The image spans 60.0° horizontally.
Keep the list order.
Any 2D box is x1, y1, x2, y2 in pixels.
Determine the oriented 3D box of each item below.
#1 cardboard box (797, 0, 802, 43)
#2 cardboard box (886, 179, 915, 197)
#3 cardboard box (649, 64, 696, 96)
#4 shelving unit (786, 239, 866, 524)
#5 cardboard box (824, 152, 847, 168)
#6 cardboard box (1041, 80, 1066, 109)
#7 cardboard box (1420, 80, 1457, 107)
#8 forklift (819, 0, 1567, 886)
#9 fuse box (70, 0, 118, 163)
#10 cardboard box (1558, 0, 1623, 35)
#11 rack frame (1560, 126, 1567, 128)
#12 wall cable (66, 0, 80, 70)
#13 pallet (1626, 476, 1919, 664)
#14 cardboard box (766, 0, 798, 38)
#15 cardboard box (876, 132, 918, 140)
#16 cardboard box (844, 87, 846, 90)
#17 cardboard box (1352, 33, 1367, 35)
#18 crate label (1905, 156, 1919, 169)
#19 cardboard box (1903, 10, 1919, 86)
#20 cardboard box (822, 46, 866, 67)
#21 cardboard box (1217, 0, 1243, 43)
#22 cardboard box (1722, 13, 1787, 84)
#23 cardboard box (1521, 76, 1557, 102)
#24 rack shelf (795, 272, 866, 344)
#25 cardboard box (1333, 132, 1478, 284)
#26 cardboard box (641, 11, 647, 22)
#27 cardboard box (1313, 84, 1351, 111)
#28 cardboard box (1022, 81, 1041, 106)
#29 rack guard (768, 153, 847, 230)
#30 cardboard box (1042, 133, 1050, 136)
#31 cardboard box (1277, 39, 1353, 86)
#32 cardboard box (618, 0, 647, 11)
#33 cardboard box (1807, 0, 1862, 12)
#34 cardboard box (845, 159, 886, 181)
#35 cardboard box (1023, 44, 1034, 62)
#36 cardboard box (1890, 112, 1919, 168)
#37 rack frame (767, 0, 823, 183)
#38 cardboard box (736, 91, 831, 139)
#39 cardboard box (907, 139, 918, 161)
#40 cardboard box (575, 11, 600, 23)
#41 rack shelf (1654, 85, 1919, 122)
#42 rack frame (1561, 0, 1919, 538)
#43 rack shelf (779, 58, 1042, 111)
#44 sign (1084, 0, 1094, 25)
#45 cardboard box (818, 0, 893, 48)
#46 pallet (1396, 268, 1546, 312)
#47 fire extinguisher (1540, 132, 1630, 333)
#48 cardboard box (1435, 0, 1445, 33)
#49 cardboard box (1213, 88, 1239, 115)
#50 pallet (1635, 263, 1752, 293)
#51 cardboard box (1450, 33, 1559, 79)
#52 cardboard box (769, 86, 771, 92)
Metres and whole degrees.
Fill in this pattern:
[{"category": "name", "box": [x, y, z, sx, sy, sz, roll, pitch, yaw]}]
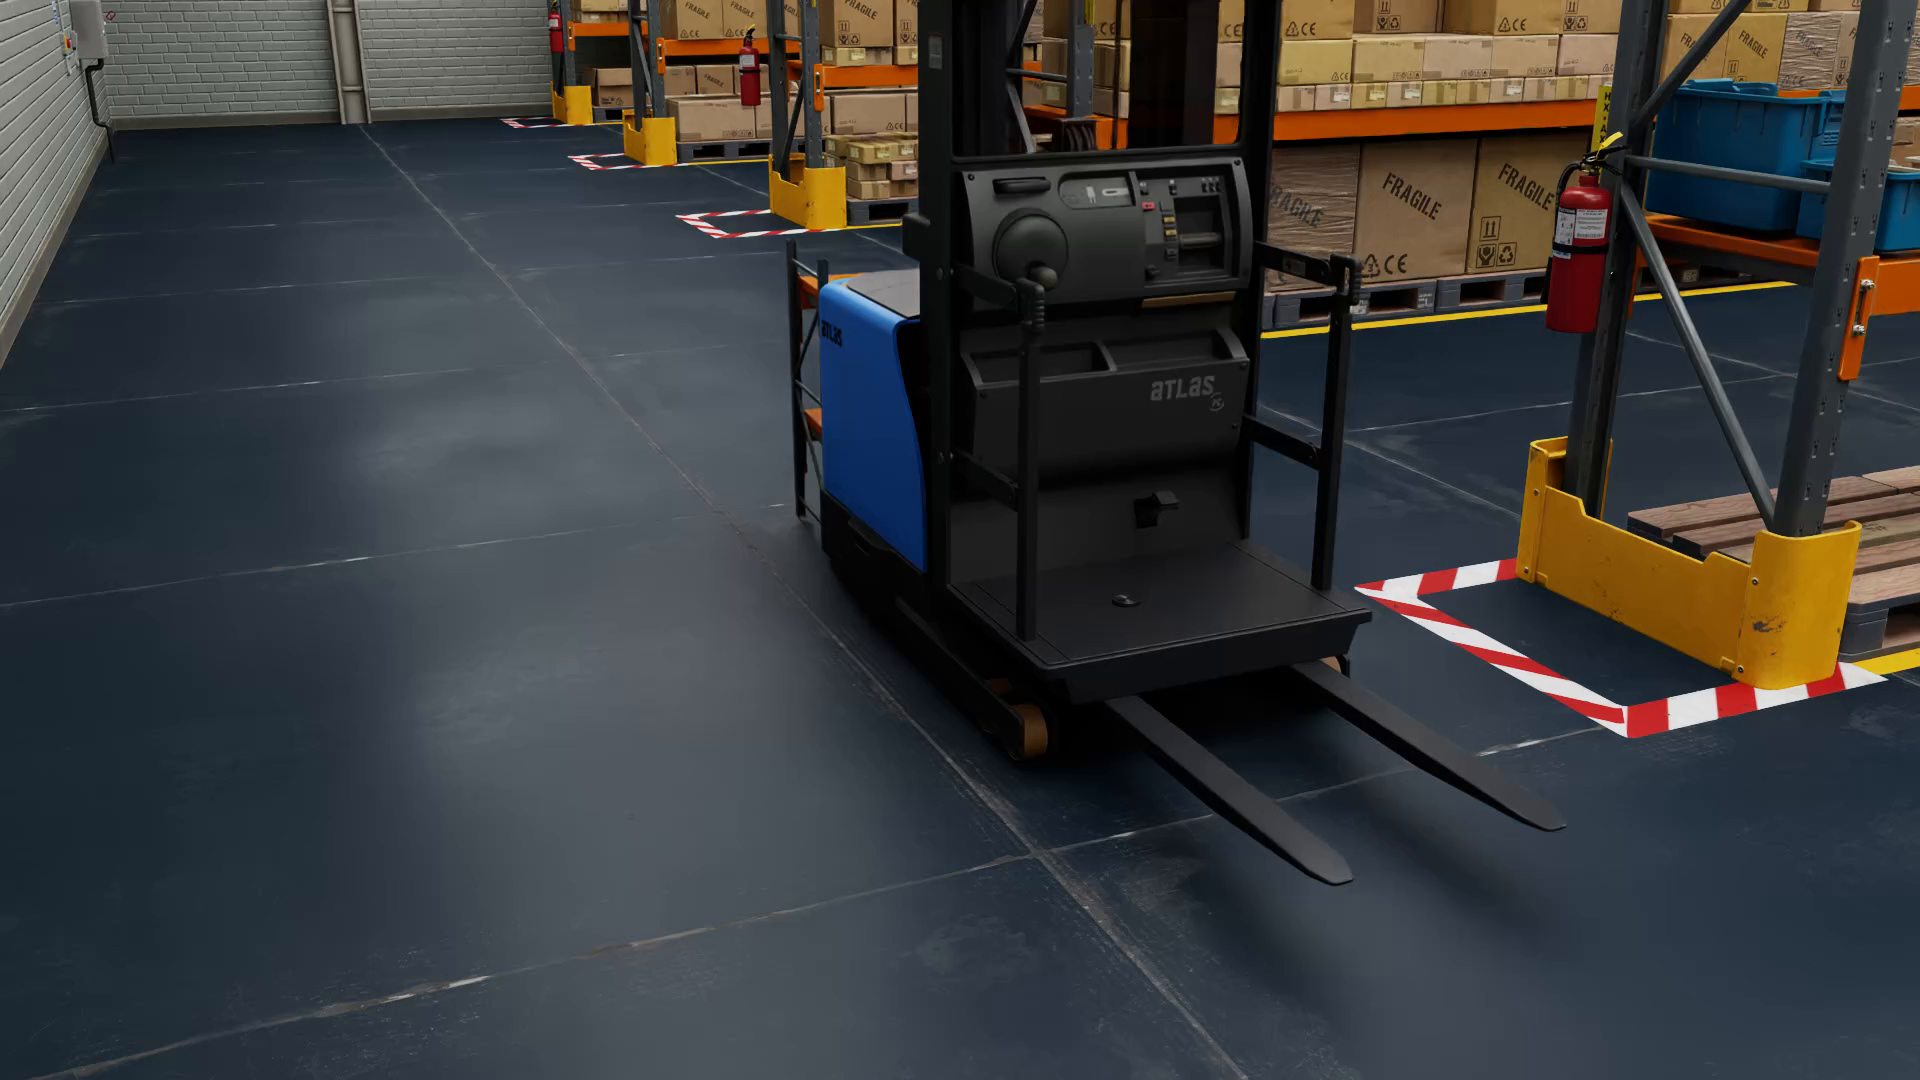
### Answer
[{"category": "cardboard box", "box": [-1.081, -4.508, 14.210, 0.500, 0.500, 0.500, -8, 21, -21]}, {"category": "cardboard box", "box": [-0.576, -3.067, 14.376, 0.250, 0.149, 0.380, -8, 21, -22]}, {"category": "cardboard box", "box": [-4.015, -6.363, 23.210, 0.500, 0.500, 0.700, -7, 21, -20]}, {"category": "shelving unit", "box": [-0.097, -0.616, 6.578, 1.048, 1.125, 0.538, -7, 21, -19]}, {"category": "cardboard box", "box": [-1.020, -3.333, 14.684, 0.250, 0.149, 0.380, -9, 21, -23]}, {"category": "cardboard box", "box": [0.677, -2.686, 10.012, 0.250, 0.149, 0.380, -8, 21, -21]}, {"category": "cardboard box", "box": [2.823, -2.756, 10.210, 0.250, 0.149, 0.380, -9, 21, -23]}, {"category": "forklift", "box": [0.531, -0.914, 4.706, 1.130, 2.935, 3.031, -8, 21, -22]}, {"category": "fuse box", "box": [-9.312, -4.982, 18.096, 0.414, 1.711, 0.539, -8, 21, -22]}, {"category": "cardboard box", "box": [3.837, -3.465, 10.494, 0.500, 0.500, 0.500, -8, 21, -20]}, {"category": "rack frame", "box": [4.153, -3.183, 11.046, 0.127, 3.000, 1.000, -8, 21, -22]}, {"category": "wall cable", "box": [-9.186, -5.840, 17.063, 0.122, 1.984, 0.588, -8, 21, -22]}, {"category": "pallet", "box": [3.215, 0.072, 6.000, 1.213, 0.211, 1.003, -8, 21, -22]}, {"category": "cardboard box", "box": [-1.963, -5.838, 18.436, 0.500, 0.500, 0.500, -8, 21, -22]}, {"category": "cardboard box", "box": [-0.565, -3.552, 14.859, 0.250, 0.149, 0.380, -9, 21, -23]}, {"category": "cardboard box", "box": [-1.408, -6.892, 24.712, 0.500, 0.500, 0.500, -8, 21, -22]}, {"category": "cardboard box", "box": [2.230, -3.075, 10.516, 0.500, 0.250, 0.500, -8, 21, -22]}, {"category": "crate label", "box": [3.637, -1.291, 5.978, 0.243, 0.136, 0.396, -8, 21, -22]}, {"category": "cardboard box", "box": [6.535, -3.483, 11.747, 0.500, 0.500, 0.500, -9, 21, -24]}, {"category": "cardboard box", "box": [-0.964, -4.007, 13.764, 0.250, 0.149, 0.380, -8, 21, -22]}, {"category": "cardboard box", "box": [1.487, -3.127, 9.535, 0.500, 0.500, 0.500, -9, 21, -23]}, {"category": "cardboard box", "box": [5.136, -3.281, 11.174, 0.500, 0.500, 0.500, -8, 21, -22]}, {"category": "cardboard box", "box": [3.531, -2.857, 10.498, 0.250, 0.149, 0.380, -9, 21, -23]}, {"category": "rack shelf", "box": [-0.097, -0.892, 6.480, 1.000, 0.278, 0.538, -7, 21, -19]}, {"category": "cardboard box", "box": [2.689, -2.198, 10.816, 0.875, 0.875, 0.875, -8, 21, -22]}, {"category": "cardboard box", "box": [-4.305, -7.141, 22.664, 0.250, 0.149, 0.380, -7, 21, -20]}, {"category": "cardboard box", "box": [2.117, -2.655, 9.923, 0.250, 0.149, 0.380, -8, 21, -23]}, {"category": "cardboard box", "box": [0.765, -5.507, 20.213, 0.875, 0.875, 0.875, -7, 21, -20]}, {"category": "rack guard", "box": [-1.322, -3.014, 14.329, 0.348, 0.500, 1.175, -8, 21, -22]}, {"category": "cardboard box", "box": [0.889, -3.523, 14.776, 0.250, 0.149, 0.380, -9, 21, -24]}, {"category": "cardboard box", "box": [1.965, -2.843, 9.857, 0.500, 0.250, 0.500, -9, 21, -24]}, {"category": "cardboard box", "box": [-4.429, -7.306, 22.533, 0.500, 0.250, 0.500, -8, 21, -21]}, {"category": "cardboard box", "box": [5.935, -3.963, 11.601, 0.637, 0.503, 0.797, -7, 21, -20]}, {"category": "cardboard box", "box": [-0.809, -3.167, 14.213, 0.250, 0.149, 0.380, -7, 21, -20]}, {"category": "cardboard box", "box": [0.448, -4.228, 14.391, 0.250, 0.149, 0.380, -7, 21, -20]}, {"category": "cardboard box", "box": [6.362, -2.706, 12.258, 0.875, 0.875, 1.225, -8, 21, -22]}, {"category": "rack frame", "box": [-1.392, -4.183, 13.885, 0.127, 3.000, 1.000, -8, 21, -22]}, {"category": "cardboard box", "box": [-2.042, -4.909, 19.173, 0.875, 0.438, 0.875, -8, 21, -20]}, {"category": "cardboard box", "box": [-0.288, -3.349, 14.282, 0.250, 0.149, 0.380, -8, 21, -22]}, {"category": "cardboard box", "box": [-5.004, -7.033, 22.359, 0.250, 0.149, 0.380, -8, 21, -22]}, {"category": "rack shelf", "box": [5.989, -3.107, 11.913, 4.000, 0.370, 1.077, -8, 21, -22]}, {"category": "rack frame", "box": [2.442, -1.147, 5.262, 0.127, 3.000, 1.000, -8, 21, -22]}, {"category": "rack shelf", "box": [0.445, -4.107, 14.752, 4.000, 0.370, 1.077, -8, 21, -22]}, {"category": "sign", "box": [0.695, -2.933, 8.912, 0.005, 0.325, 0.100, -8, 21, -22]}, {"category": "cardboard box", "box": [-0.870, -4.345, 13.748, 0.500, 0.500, 0.500, -7, 21, -19]}, {"category": "pallet", "box": [3.424, -1.792, 11.293, 1.213, 0.211, 1.003, -8, 21, -22]}, {"category": "fire extinguisher", "box": [2.124, -1.053, 5.674, 0.183, 0.674, 0.296, -8, 21, -22]}, {"category": "cardboard box", "box": [3.157, -3.559, 10.763, 0.500, 0.500, 0.500, -8, 21, -22]}, {"category": "cardboard box", "box": [1.407, -2.553, 9.634, 0.250, 0.149, 0.380, -9, 21, -23]}, {"category": "pallet", "box": [4.832, -1.992, 11.863, 1.213, 0.211, 1.003, -8, 21, -22]}, {"category": "cardboard box", "box": [3.377, -3.046, 10.434, 0.500, 0.250, 0.500, -7, 21, -20]}, {"category": "cardboard box", "box": [-2.840, -6.500, 24.126, 0.250, 0.149, 0.380, -8, 21, -23]}]
